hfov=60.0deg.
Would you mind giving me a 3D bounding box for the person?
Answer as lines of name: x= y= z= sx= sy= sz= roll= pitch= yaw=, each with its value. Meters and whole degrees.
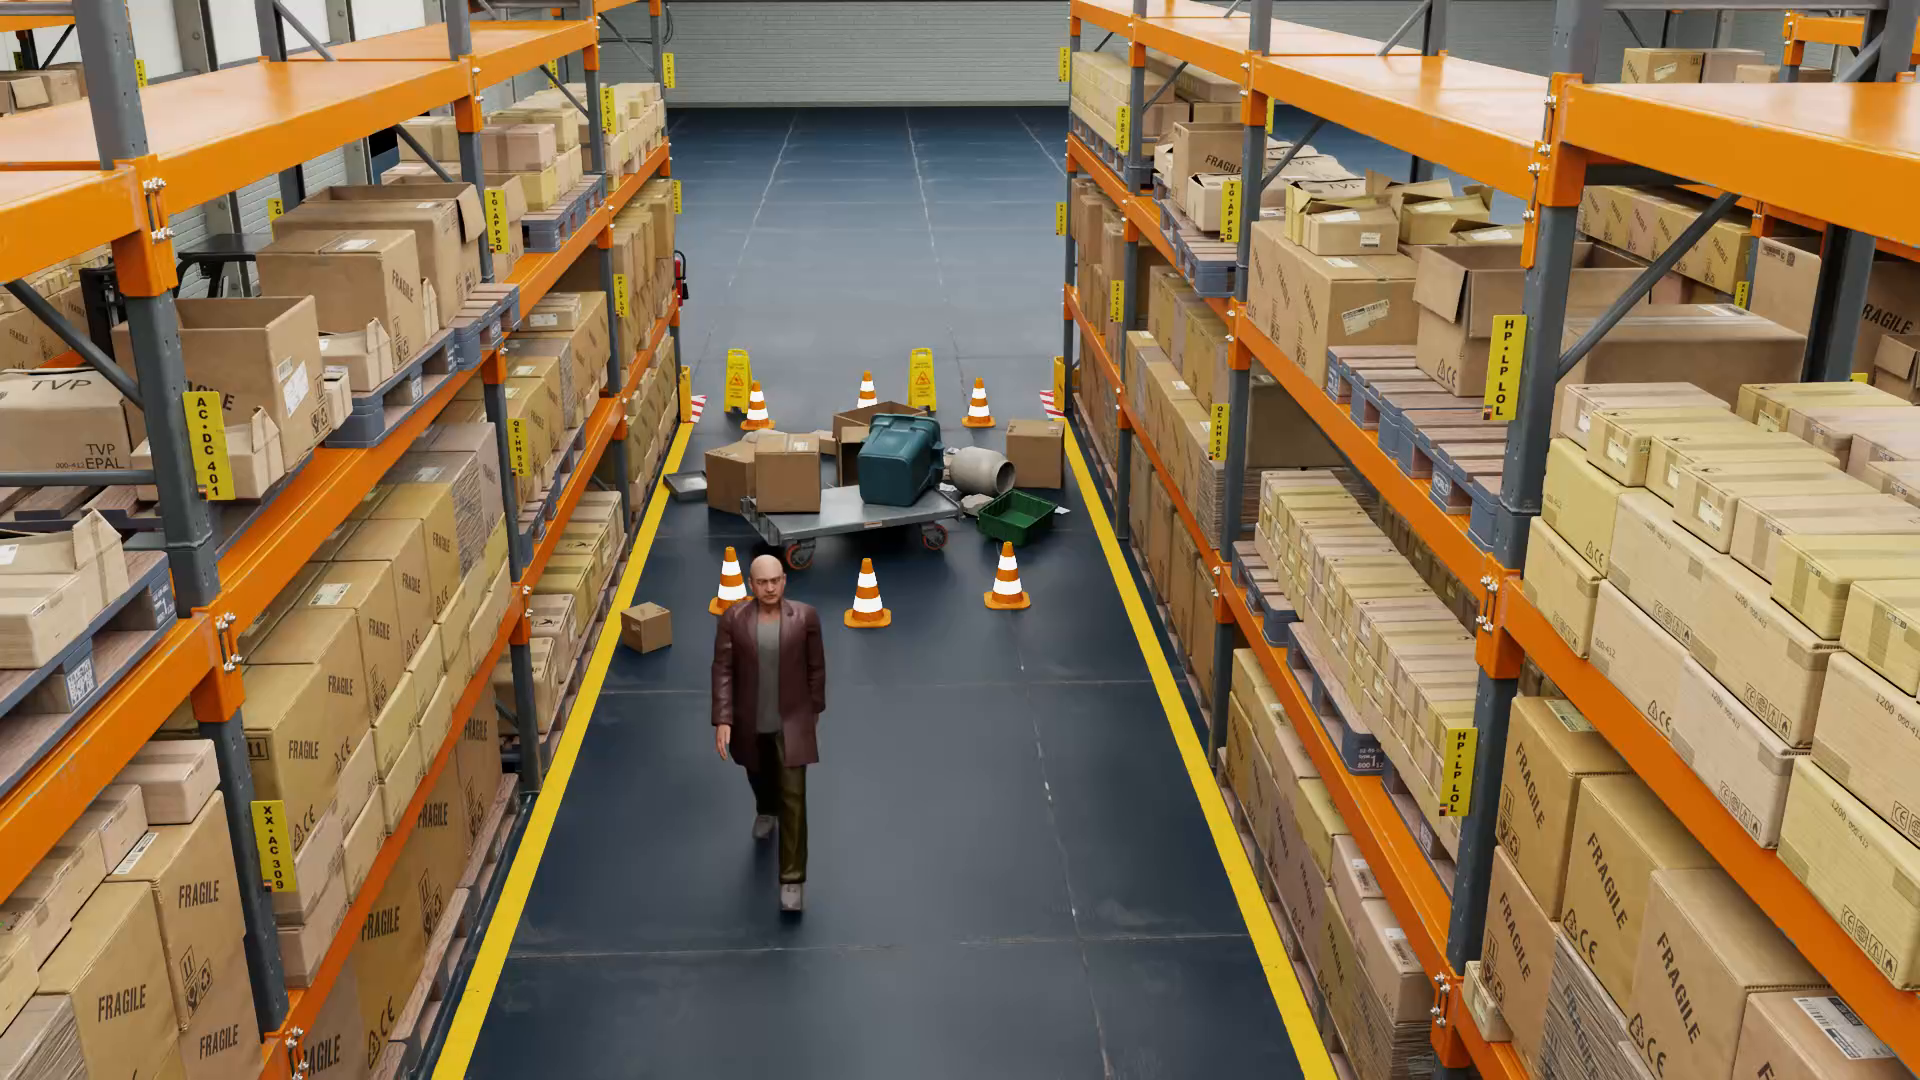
person: x=-0.984 y=0.928 z=8.555 sx=0.574 sy=1.727 sz=1.101 roll=0 pitch=20 yaw=0
